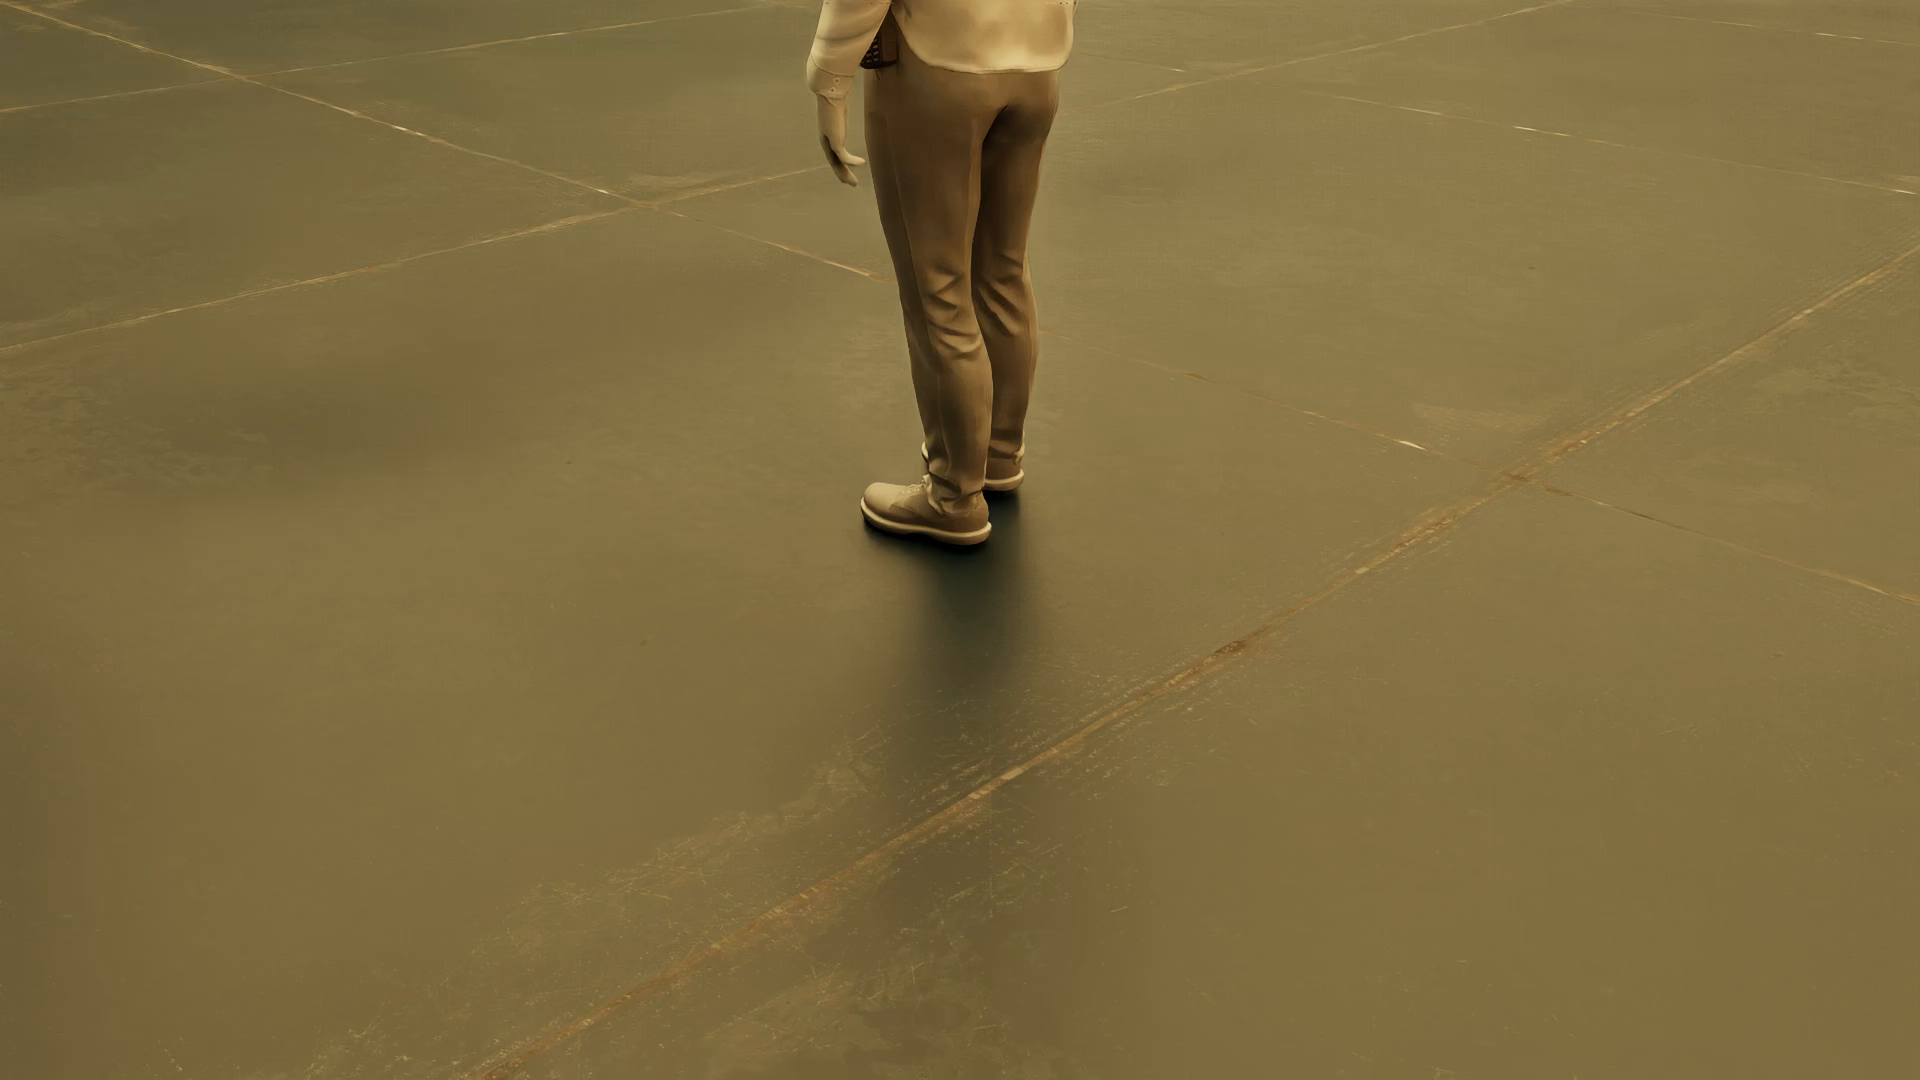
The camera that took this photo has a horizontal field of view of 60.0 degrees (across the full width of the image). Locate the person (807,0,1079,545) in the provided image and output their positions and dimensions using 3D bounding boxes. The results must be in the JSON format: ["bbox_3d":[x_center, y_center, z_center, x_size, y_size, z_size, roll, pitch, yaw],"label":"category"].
[{"bbox_3d":[-0.043,-0.790,2.776,0.587,1.696,0.534,-24,35,-39],"label":"person"}]
